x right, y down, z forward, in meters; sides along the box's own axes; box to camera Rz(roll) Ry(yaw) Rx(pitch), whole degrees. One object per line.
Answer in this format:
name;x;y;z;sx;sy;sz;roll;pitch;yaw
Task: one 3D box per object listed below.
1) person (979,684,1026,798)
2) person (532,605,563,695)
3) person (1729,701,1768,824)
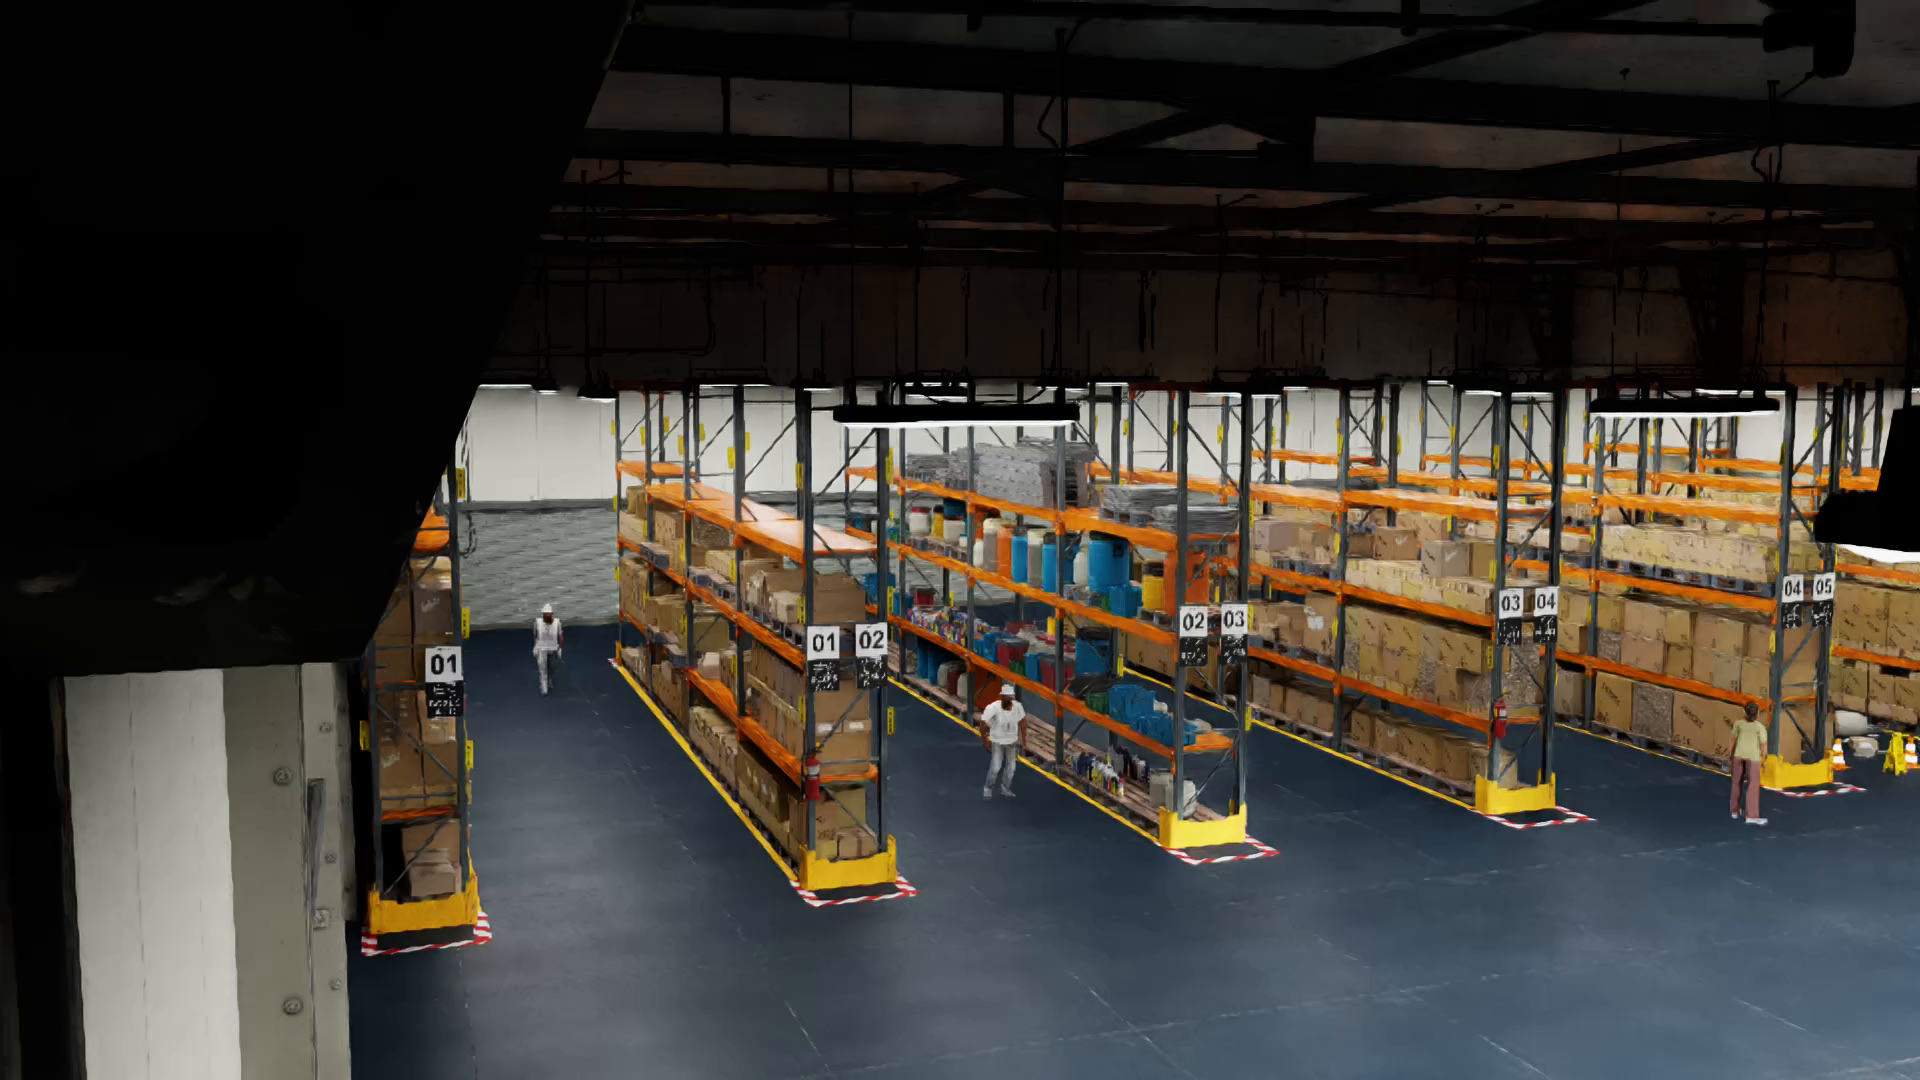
person;0.632;2.930;24.214;0.719;1.714;0.578;-2;6;-21
person;-7.929;2.084;32.033;0.561;1.707;1.127;-2;6;-22
person;10.931;3.051;23.020;0.539;1.679;0.454;6;8;43
